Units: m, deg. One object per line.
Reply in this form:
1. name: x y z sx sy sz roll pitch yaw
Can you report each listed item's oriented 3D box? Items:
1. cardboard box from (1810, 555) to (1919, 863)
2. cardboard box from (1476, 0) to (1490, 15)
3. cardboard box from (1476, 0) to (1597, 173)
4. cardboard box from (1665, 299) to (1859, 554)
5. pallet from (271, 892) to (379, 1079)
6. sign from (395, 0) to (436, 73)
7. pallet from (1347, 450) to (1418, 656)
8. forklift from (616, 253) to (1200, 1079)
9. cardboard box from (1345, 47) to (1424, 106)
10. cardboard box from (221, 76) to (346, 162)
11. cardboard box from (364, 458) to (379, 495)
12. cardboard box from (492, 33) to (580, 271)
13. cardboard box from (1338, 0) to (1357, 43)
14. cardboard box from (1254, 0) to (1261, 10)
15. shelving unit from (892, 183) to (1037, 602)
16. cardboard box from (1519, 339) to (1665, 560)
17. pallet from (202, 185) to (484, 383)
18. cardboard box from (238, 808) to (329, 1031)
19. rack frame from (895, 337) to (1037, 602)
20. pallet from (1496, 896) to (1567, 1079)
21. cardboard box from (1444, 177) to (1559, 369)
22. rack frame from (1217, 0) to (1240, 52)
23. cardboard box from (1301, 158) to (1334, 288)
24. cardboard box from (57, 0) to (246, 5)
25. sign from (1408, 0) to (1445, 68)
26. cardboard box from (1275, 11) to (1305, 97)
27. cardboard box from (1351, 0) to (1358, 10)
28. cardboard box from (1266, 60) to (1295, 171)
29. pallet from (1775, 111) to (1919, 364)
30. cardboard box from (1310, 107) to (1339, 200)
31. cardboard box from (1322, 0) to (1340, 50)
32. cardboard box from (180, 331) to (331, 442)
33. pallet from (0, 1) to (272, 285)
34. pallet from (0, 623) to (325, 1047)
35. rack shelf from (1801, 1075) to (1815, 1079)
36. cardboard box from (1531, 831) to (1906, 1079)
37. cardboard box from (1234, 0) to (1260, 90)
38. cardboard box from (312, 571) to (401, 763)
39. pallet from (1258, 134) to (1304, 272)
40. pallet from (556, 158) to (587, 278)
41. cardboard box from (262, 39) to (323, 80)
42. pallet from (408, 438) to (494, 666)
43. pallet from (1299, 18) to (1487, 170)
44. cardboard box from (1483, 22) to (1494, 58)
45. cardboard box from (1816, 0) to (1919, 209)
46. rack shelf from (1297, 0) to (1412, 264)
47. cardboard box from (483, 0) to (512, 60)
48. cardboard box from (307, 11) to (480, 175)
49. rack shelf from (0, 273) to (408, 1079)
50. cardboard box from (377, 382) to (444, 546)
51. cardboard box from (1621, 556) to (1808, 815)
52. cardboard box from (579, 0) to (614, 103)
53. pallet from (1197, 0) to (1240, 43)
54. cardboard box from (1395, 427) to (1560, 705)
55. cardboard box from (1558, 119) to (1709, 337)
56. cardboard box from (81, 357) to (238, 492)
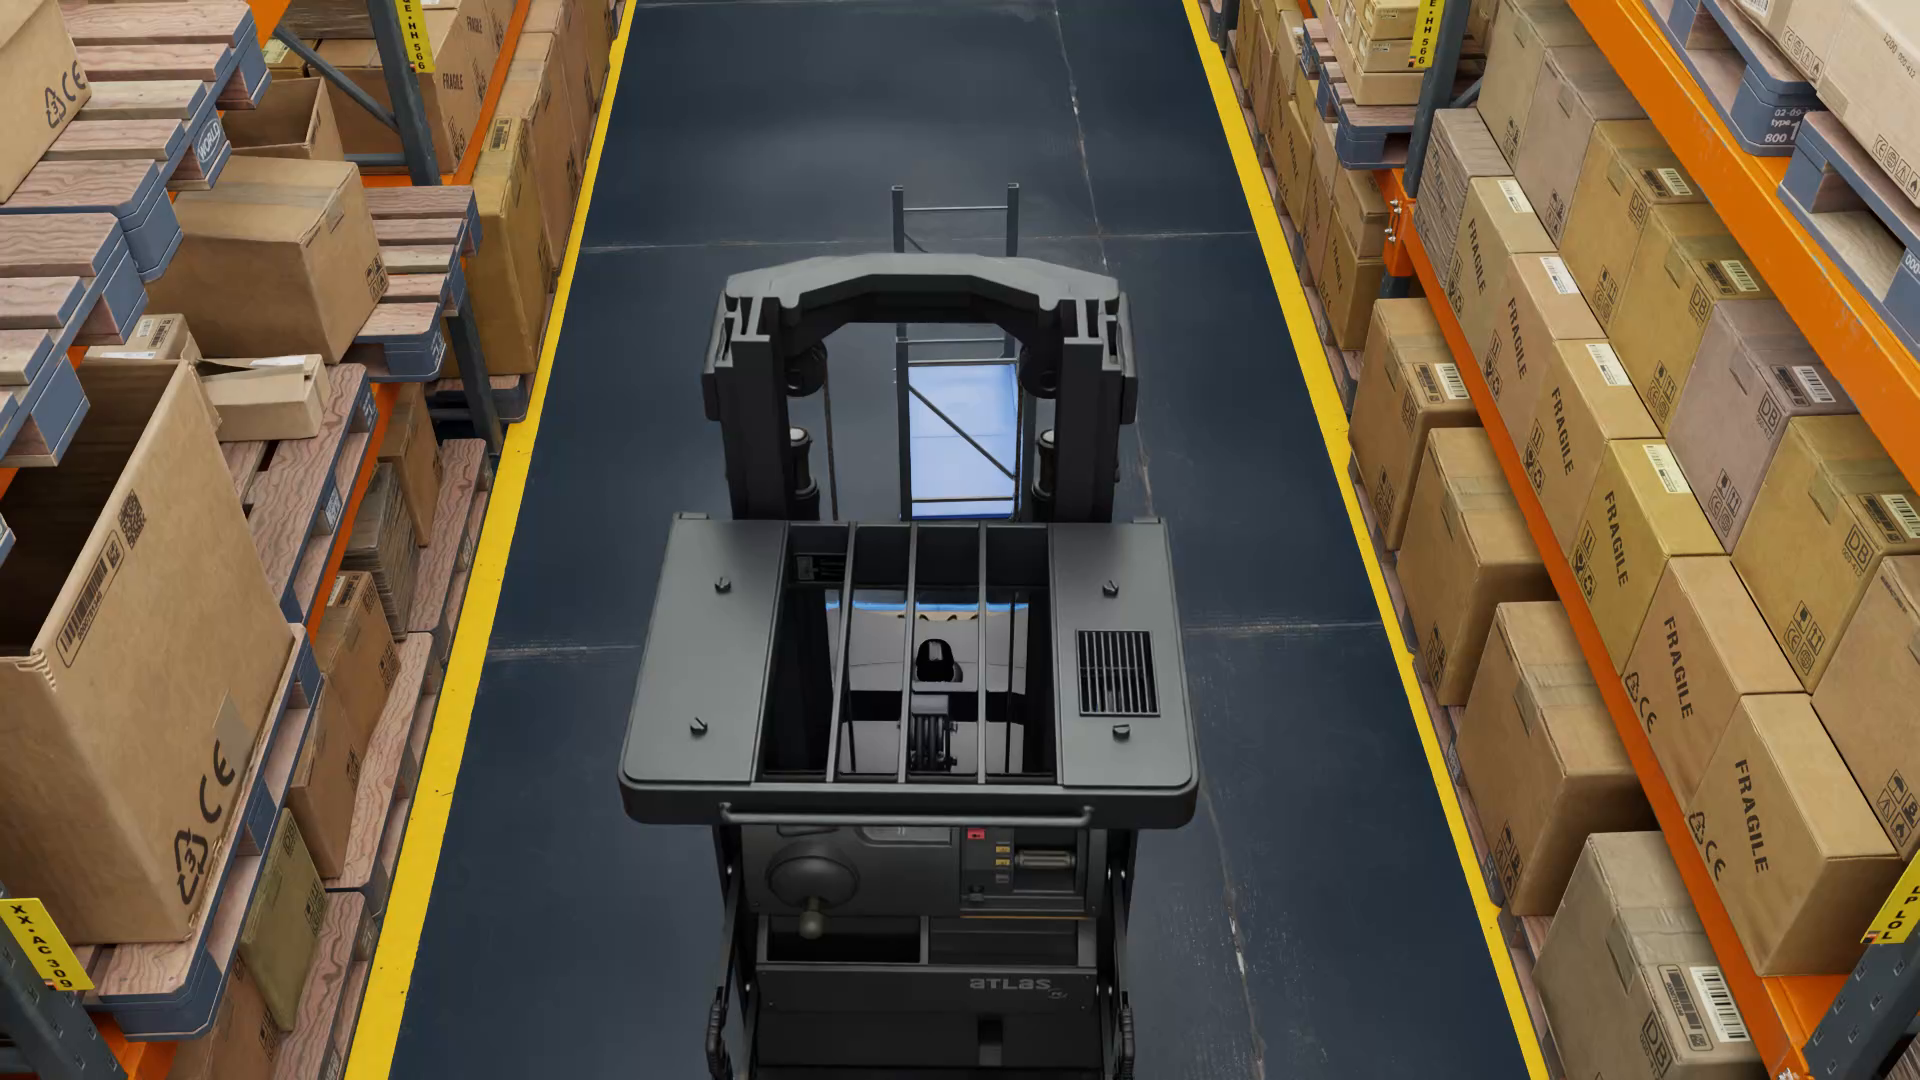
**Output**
1. cardboard box: 2.479 0.371 3.811 0.700 0.500 0.500 -2 43 -3
2. cardboard box: 2.488 -2.456 7.364 0.380 0.149 0.250 -3 43 -3
3. cardboard box: 2.345 -1.691 6.060 0.700 0.500 0.500 -2 43 -2
4. cardboard box: 2.434 -0.317 4.562 0.700 0.500 0.500 -1 43 -1
5. pallet: -2.488 1.688 5.252 1.003 0.211 1.213 -2 43 -2
6. sign: -2.082 -1.934 6.342 0.100 0.325 0.005 -2 43 -2
7. pallet: 2.295 -0.026 7.122 1.003 0.211 1.213 -2 43 -2
8. forklift: -0.092 0.907 4.091 1.130 2.935 3.031 1 43 1
9. cardboard box: 1.856 -1.970 7.055 0.380 0.149 0.250 -1 43 -1
10. cardboard box: -2.561 -1.343 6.110 0.500 0.500 0.500 -6 43 -7
11. cardboard box: -2.532 -0.222 6.242 0.500 0.250 0.500 3 43 3
12. cardboard box: -2.662 -1.954 8.424 1.225 0.875 0.875 -2 43 -2
13. cardboard box: 1.847 -2.261 7.152 0.380 0.149 0.250 0 43 0
14. cardboard box: 1.934 -3.292 9.606 0.500 0.250 0.500 -3 43 -4
15. shelving unit: 0.004 -0.495 6.680 0.538 1.500 1.048 -2 43 -2
16. cardboard box: 2.150 -0.294 5.277 0.500 0.500 0.500 -2 43 -2
17. pallet: -2.487 -0.966 6.225 1.213 0.211 1.003 -2 43 -2
18. cardboard box: -2.460 1.208 5.237 0.700 0.500 0.500 -2 43 -2
19. rack frame: 0.025 -0.152 6.306 0.500 1.500 0.032 -2 43 -2
20. pallet: 2.398 1.621 5.325 1.003 0.211 1.213 -2 43 -2
21. cardboard box: 2.110 -0.971 6.016 0.500 0.500 0.500 -2 43 -2
22. rack frame: 2.166 -4.289 9.709 1.000 3.000 0.127 -2 43 -2
23. cardboard box: 2.029 -1.609 8.325 0.500 0.500 0.500 0 43 0
24. cardboard box: -2.305 -1.577 4.642 0.500 0.250 0.500 -1 43 -1
25. sign: 1.795 -1.964 6.375 0.100 0.325 0.005 -2 43 -2
26. cardboard box: 1.976 -2.588 8.838 0.500 0.250 0.500 0 43 0
27. cardboard box: 1.849 -2.357 7.037 0.380 0.149 0.250 -2 43 -2
28. cardboard box: 1.993 -2.305 9.084 0.500 0.500 0.500 -1 43 -1
29. pallet: 2.418 -0.541 3.542 0.805 0.209 1.217 -3 43 -4
30. cardboard box: 2.013 -1.893 8.079 0.500 0.250 0.500 -1 43 -1
31. cardboard box: 1.836 -2.312 7.427 0.380 0.149 0.250 -1 43 -1
32. cardboard box: -2.283 -0.502 5.366 0.396 0.266 0.258 -3 43 -3
33. pallet: -2.421 -0.970 4.008 1.213 0.211 1.003 -2 43 -2
34. pallet: -2.341 0.737 4.368 1.003 0.211 1.213 -2 43 -2
35. rack shelf: 2.591 2.727 2.587 1.077 0.370 4.000 -2 43 -2
36. cardboard box: 2.390 1.370 4.890 1.050 0.750 0.750 -2 43 -2
37. cardboard box: 1.933 -3.016 9.859 0.500 0.500 0.500 0 43 0
38. cardboard box: -2.508 0.453 6.060 0.700 0.500 0.500 2 43 2
39. pallet: 2.256 -1.910 9.177 1.003 0.211 1.213 -2 43 -2
40. pallet: -2.630 -1.842 9.104 1.003 0.211 1.213 -2 43 -2
41. cardboard box: -2.892 -1.877 7.004 0.500 0.500 0.500 0 43 0
42. pallet: -2.592 0.041 7.049 1.003 0.211 1.213 -2 43 -2
43. pallet: 2.200 -1.996 7.349 1.213 0.211 1.003 -2 43 -2
44. cardboard box: 2.508 -2.140 7.239 0.380 0.149 0.250 0 43 0
45. cardboard box: 2.234 -0.957 3.581 0.500 0.250 0.500 -2 43 -2
46. rack shelf: 2.251 -2.673 8.479 1.077 0.370 4.000 -2 43 -2
47. cardboard box: -2.422 -2.581 7.772 0.500 0.500 0.500 -2 43 -3
48. cardboard box: -2.372 -1.887 7.015 0.500 0.500 0.500 0 43 -1
49. rack shelf: -2.539 0.101 5.452 1.077 0.370 4.000 -2 43 -2
50. cardboard box: -2.575 -0.303 6.885 0.700 0.500 0.500 -4 43 -4
51. cardboard box: 2.196 0.389 4.531 0.500 0.500 0.500 -2 43 -2
52. cardboard box: -2.746 -3.155 9.734 1.225 0.875 0.875 -2 43 -2
53. pallet: 2.103 -3.713 11.145 1.003 0.211 1.213 -2 43 -2
54. cardboard box: 2.313 0.090 6.286 1.050 0.750 0.750 -1 43 -1
55. cardboard box: 2.392 -1.003 5.310 0.700 0.500 0.500 -2 43 -2
56. cardboard box: -2.620 -0.174 4.833 0.797 0.503 0.637 2 43 3
